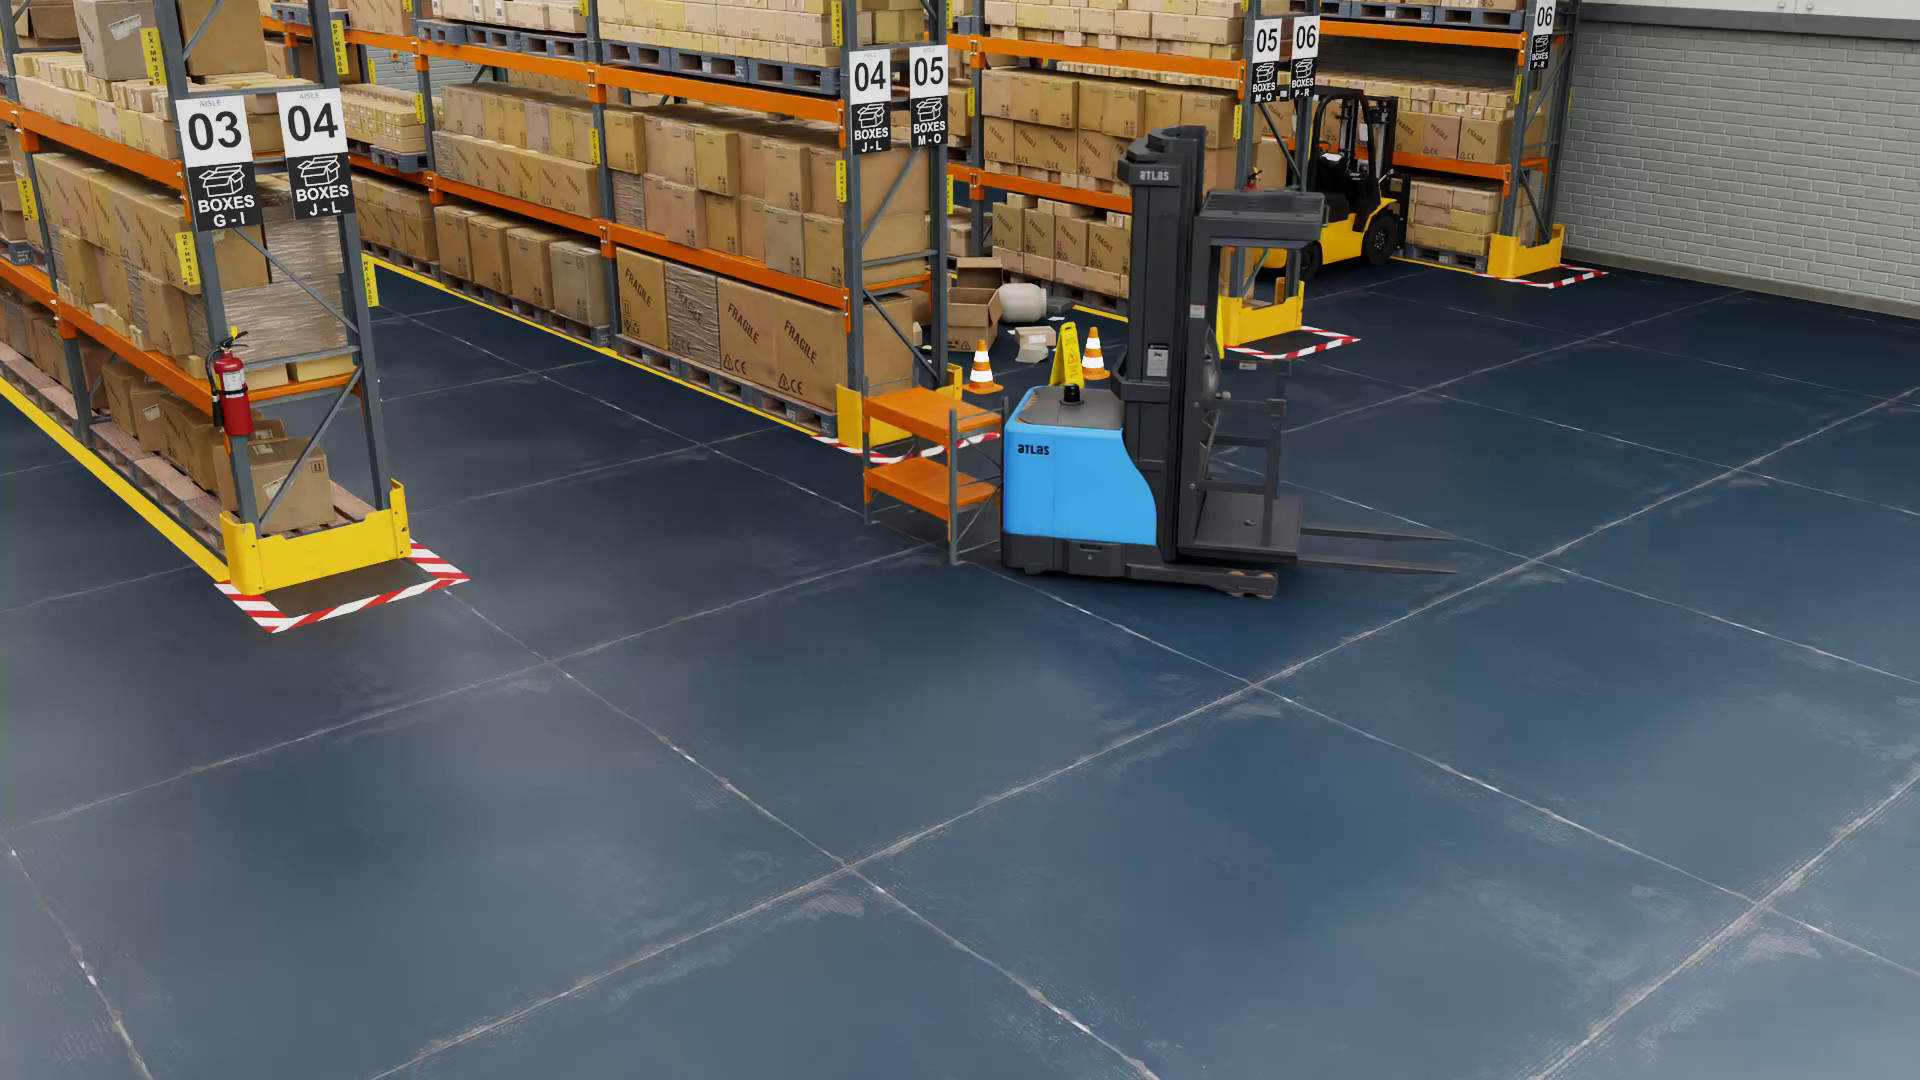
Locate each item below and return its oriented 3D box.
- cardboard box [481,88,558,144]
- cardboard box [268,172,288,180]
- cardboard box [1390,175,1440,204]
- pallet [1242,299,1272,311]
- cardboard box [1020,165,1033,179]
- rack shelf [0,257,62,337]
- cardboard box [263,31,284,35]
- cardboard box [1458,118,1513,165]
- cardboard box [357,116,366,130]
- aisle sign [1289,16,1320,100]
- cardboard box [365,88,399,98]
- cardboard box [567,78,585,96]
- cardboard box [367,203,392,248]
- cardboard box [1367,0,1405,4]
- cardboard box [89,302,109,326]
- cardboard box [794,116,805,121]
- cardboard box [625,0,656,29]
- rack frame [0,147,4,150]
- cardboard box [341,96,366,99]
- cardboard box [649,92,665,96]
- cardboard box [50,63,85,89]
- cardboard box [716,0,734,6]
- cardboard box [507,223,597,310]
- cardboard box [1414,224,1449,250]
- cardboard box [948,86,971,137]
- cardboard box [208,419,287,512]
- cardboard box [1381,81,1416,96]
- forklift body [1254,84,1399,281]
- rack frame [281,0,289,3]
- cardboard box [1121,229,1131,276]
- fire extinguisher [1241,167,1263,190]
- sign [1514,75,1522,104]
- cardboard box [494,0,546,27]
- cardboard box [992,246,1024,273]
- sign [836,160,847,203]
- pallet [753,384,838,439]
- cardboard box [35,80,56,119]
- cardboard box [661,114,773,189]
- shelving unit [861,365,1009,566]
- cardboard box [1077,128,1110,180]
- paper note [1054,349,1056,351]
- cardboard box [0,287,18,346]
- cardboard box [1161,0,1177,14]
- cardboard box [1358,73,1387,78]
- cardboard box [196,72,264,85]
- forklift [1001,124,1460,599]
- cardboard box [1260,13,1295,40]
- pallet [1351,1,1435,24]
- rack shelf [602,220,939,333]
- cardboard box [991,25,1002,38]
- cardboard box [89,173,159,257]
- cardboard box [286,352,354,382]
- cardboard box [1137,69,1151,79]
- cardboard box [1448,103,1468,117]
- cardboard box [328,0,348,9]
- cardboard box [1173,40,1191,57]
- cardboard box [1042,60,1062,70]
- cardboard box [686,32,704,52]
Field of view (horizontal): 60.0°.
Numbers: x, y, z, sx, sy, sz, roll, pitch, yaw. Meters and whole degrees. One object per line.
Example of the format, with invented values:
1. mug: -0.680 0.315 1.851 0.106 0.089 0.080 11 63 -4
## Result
1. cardboard box: -4.793 -4.651 18.236 0.700 0.500 0.500 -18 28 -38
2. cardboard box: -9.508 -5.103 23.418 0.380 0.149 0.250 -19 28 -40
3. cardboard box: 5.706 -4.435 21.017 0.500 0.250 0.500 -17 27 -37
4. pallet: 2.607 -2.497 18.070 1.003 0.211 1.213 -17 27 -37
5. cardboard box: 0.912 -4.243 19.048 0.380 0.149 0.250 -18 27 -38
6. rack shelf: -8.264 -2.505 15.253 1.077 0.370 4.000 -17 27 -37
7. cardboard box: -9.804 -7.058 23.974 0.500 0.500 0.500 -16 26 -35
8. cardboard box: 6.398 -4.844 20.102 0.500 0.500 0.500 -18 28 -39
9. cardboard box: -7.086 -5.075 20.188 0.380 0.149 0.250 -18 27 -38
10. aisle sign: 3.435 -4.809 16.584 0.394 0.787 0.004 -17 27 -37
11. cardboard box: -7.432 -5.723 21.437 0.380 0.149 0.250 -18 27 -38
12. cardboard box: -5.849 -7.247 26.237 0.500 0.500 0.500 -18 28 -38
13. cardboard box: -7.067 -3.983 20.893 0.500 0.500 0.500 -19 28 -40
14. cardboard box: 5.499 -6.953 20.655 0.797 0.503 0.637 -16 27 -36
15. cardboard box: -6.406 -1.759 12.707 0.380 0.149 0.250 -17 27 -37
16. cardboard box: -1.991 -5.696 22.183 0.380 0.149 0.250 -19 29 -40
17. cardboard box: -2.697 -4.807 15.116 0.500 0.250 0.500 -18 28 -38
18. rack frame: -9.570 -3.393 16.533 1.000 3.000 0.127 -17 27 -37
19. cardboard box: -7.604 -5.431 20.690 0.380 0.149 0.250 -16 27 -36
20. cardboard box: -4.238 -6.694 24.481 0.500 0.250 0.500 -17 27 -37
21. cardboard box: -6.293 -3.348 11.964 0.380 0.149 0.250 -18 28 -38
22. cardboard box: -1.831 -4.592 14.020 0.380 0.149 0.250 -18 28 -38
23. cardboard box: -4.235 -3.006 18.054 1.050 0.750 0.750 -17 27 -37
24. cardboard box: 6.054 -3.834 20.853 0.500 0.250 0.500 -17 27 -37
25. cardboard box: 0.074 -5.100 19.772 0.500 0.500 0.500 -18 28 -38
26. cardboard box: -5.159 -0.547 12.121 0.500 0.500 0.500 -10 23 -24
27. cardboard box: 5.519 -5.682 20.945 0.380 0.149 0.250 -17 27 -37
28. forklift body: 4.298 -4.419 20.316 2.313 2.155 1.214 -17 27 -37
29. rack frame: -8.357 -8.444 21.204 1.000 3.000 0.127 -17 27 -37
30. cardboard box: 2.096 -3.109 17.974 0.500 0.500 0.500 -16 27 -36
31. fire extinguisher: 2.886 -3.364 16.566 0.296 0.674 0.183 -17 27 -37
32. sign: 6.498 -5.248 19.358 0.100 0.325 0.005 -17 27 -37
33. cardboard box: -4.446 -5.470 17.132 0.500 0.311 0.500 -19 28 -39
34. cardboard box: 0.730 -3.335 19.579 0.500 0.250 0.500 -19 28 -40
35. sign: -0.944 -2.859 13.259 0.100 0.325 0.005 -17 27 -37
36. pallet: -1.105 -1.239 14.858 1.003 0.211 1.213 -17 27 -37
37. cardboard box: -6.510 -3.284 12.348 0.500 0.250 0.500 -18 28 -38
38. cardboard box: -2.225 -3.597 15.367 0.875 0.550 0.550 -17 27 -37
39. shelving unit: -0.186 -0.548 11.841 0.538 1.125 1.048 -16 27 -36
40. cardboard box: 1.633 -4.234 18.136 0.500 0.500 0.500 -17 27 -37
41. paper note: 1.035 -1.946 16.911 0.142 0.019 0.148 12 24 27
42. cardboard box: -9.117 -2.253 16.448 0.700 0.500 0.500 -19 28 -40
43. cardboard box: 2.269 -5.445 16.910 0.380 0.149 0.250 -17 27 -37
44. cardboard box: 5.424 -6.020 21.807 0.380 0.149 0.250 -18 28 -38
45. cardboard box: -4.985 -3.121 11.386 0.380 0.149 0.250 -18 27 -38
46. forklift: 1.852 -1.188 10.998 3.031 2.935 1.130 5 22 12
47. cardboard box: 3.034 -5.209 16.856 0.500 0.250 0.500 -18 28 -38
48. pallet: 5.676 -6.618 20.777 1.003 0.211 1.213 -17 27 -37
49. rack shelf: -1.829 -2.553 15.375 1.077 0.370 4.000 -17 27 -37
50. cardboard box: 0.567 -5.780 18.861 0.380 0.149 0.250 -18 28 -38
51. cardboard box: -5.869 -2.342 11.934 0.500 0.500 0.500 -17 27 -37
52. cardboard box: -4.353 -1.201 11.282 0.380 0.149 0.250 -17 27 -37
53. cardboard box: 2.774 -6.722 24.007 0.380 0.149 0.250 -17 27 -37
54. cardboard box: 6.167 -5.252 20.253 0.380 0.149 0.250 -17 27 -36
55. cardboard box: -7.448 -6.833 20.486 0.797 0.503 0.637 -18 28 -38
56. cardboard box: 2.380 -4.996 16.857 0.380 0.149 0.250 -16 27 -36
57. cardboard box: 1.478 -7.356 25.939 0.500 0.500 0.500 -16 26 -35
58. cardboard box: -2.162 -4.360 14.522 0.380 0.149 0.250 -17 27 -37
